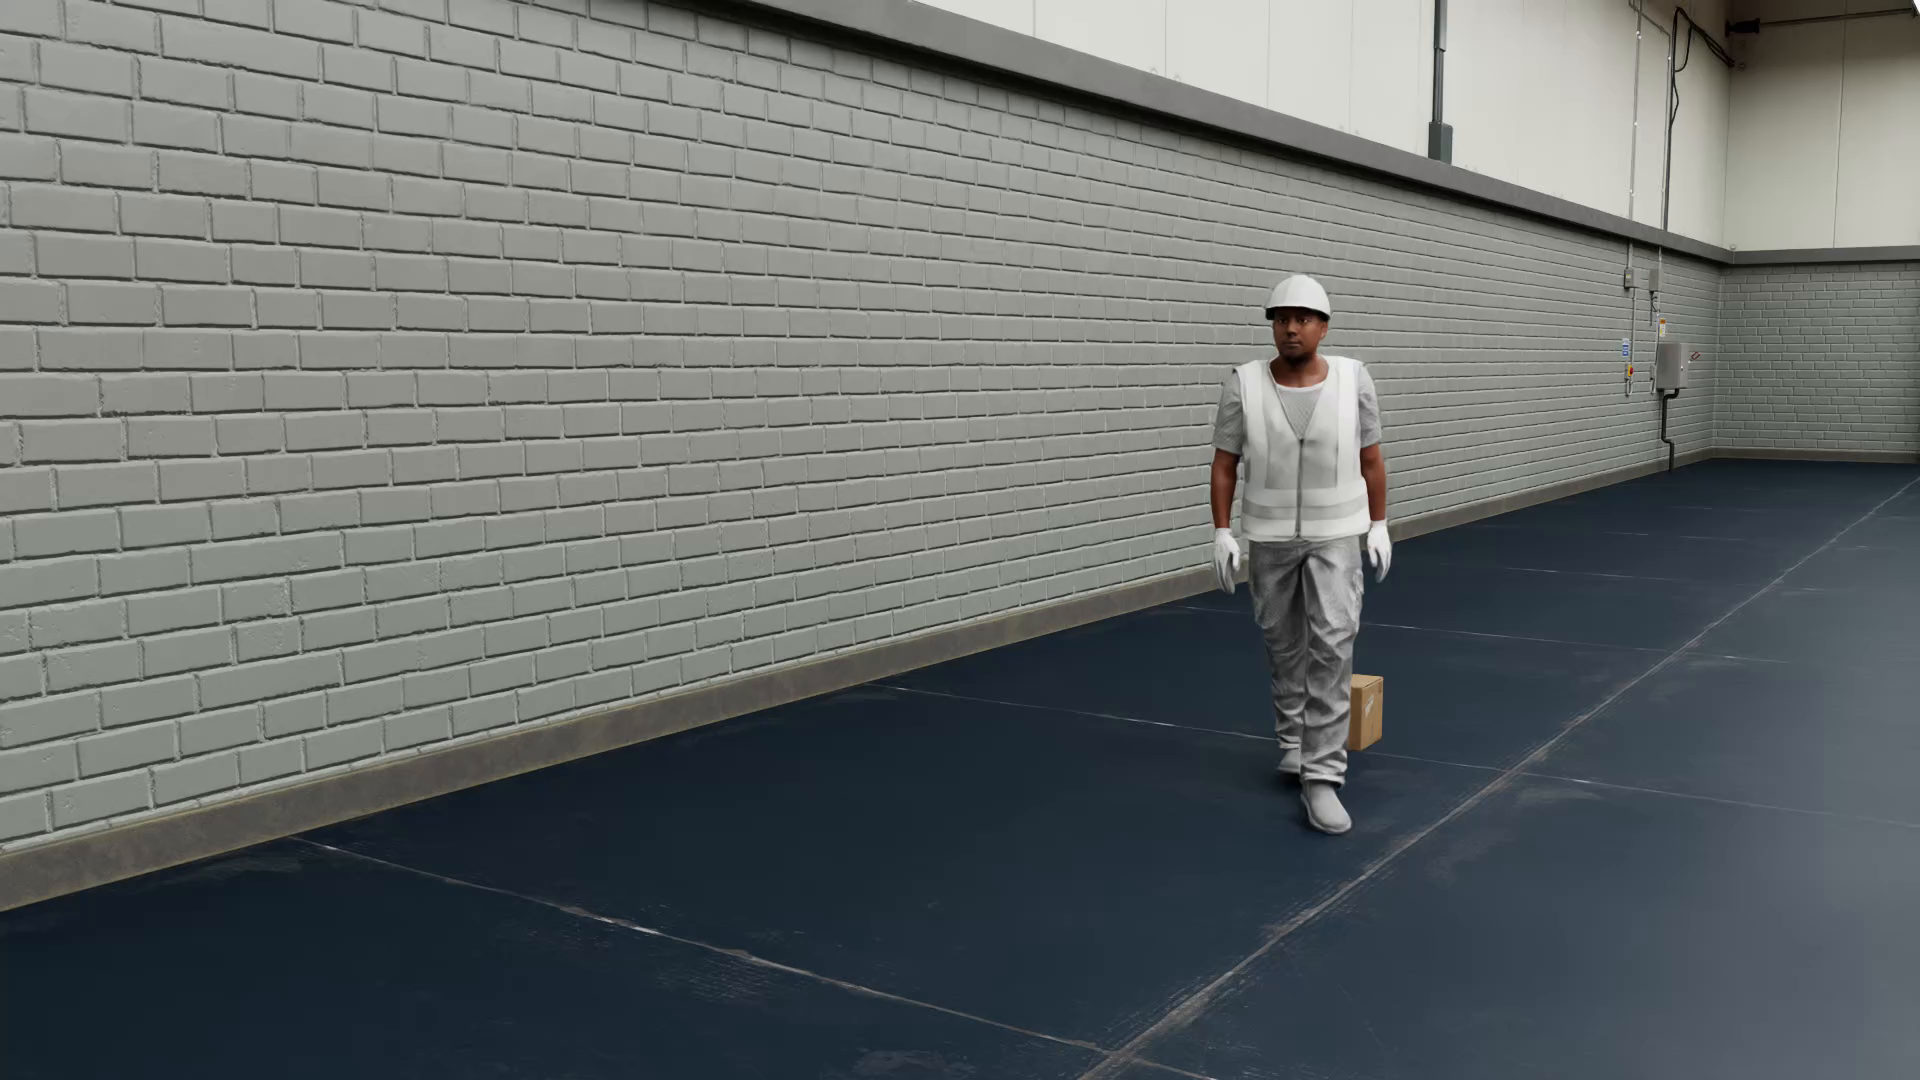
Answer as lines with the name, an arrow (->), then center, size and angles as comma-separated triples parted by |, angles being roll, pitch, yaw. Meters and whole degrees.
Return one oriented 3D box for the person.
person -> 1.138, 0.005, 5.599 | 0.592, 1.770, 0.819 | 2, 7, 18
